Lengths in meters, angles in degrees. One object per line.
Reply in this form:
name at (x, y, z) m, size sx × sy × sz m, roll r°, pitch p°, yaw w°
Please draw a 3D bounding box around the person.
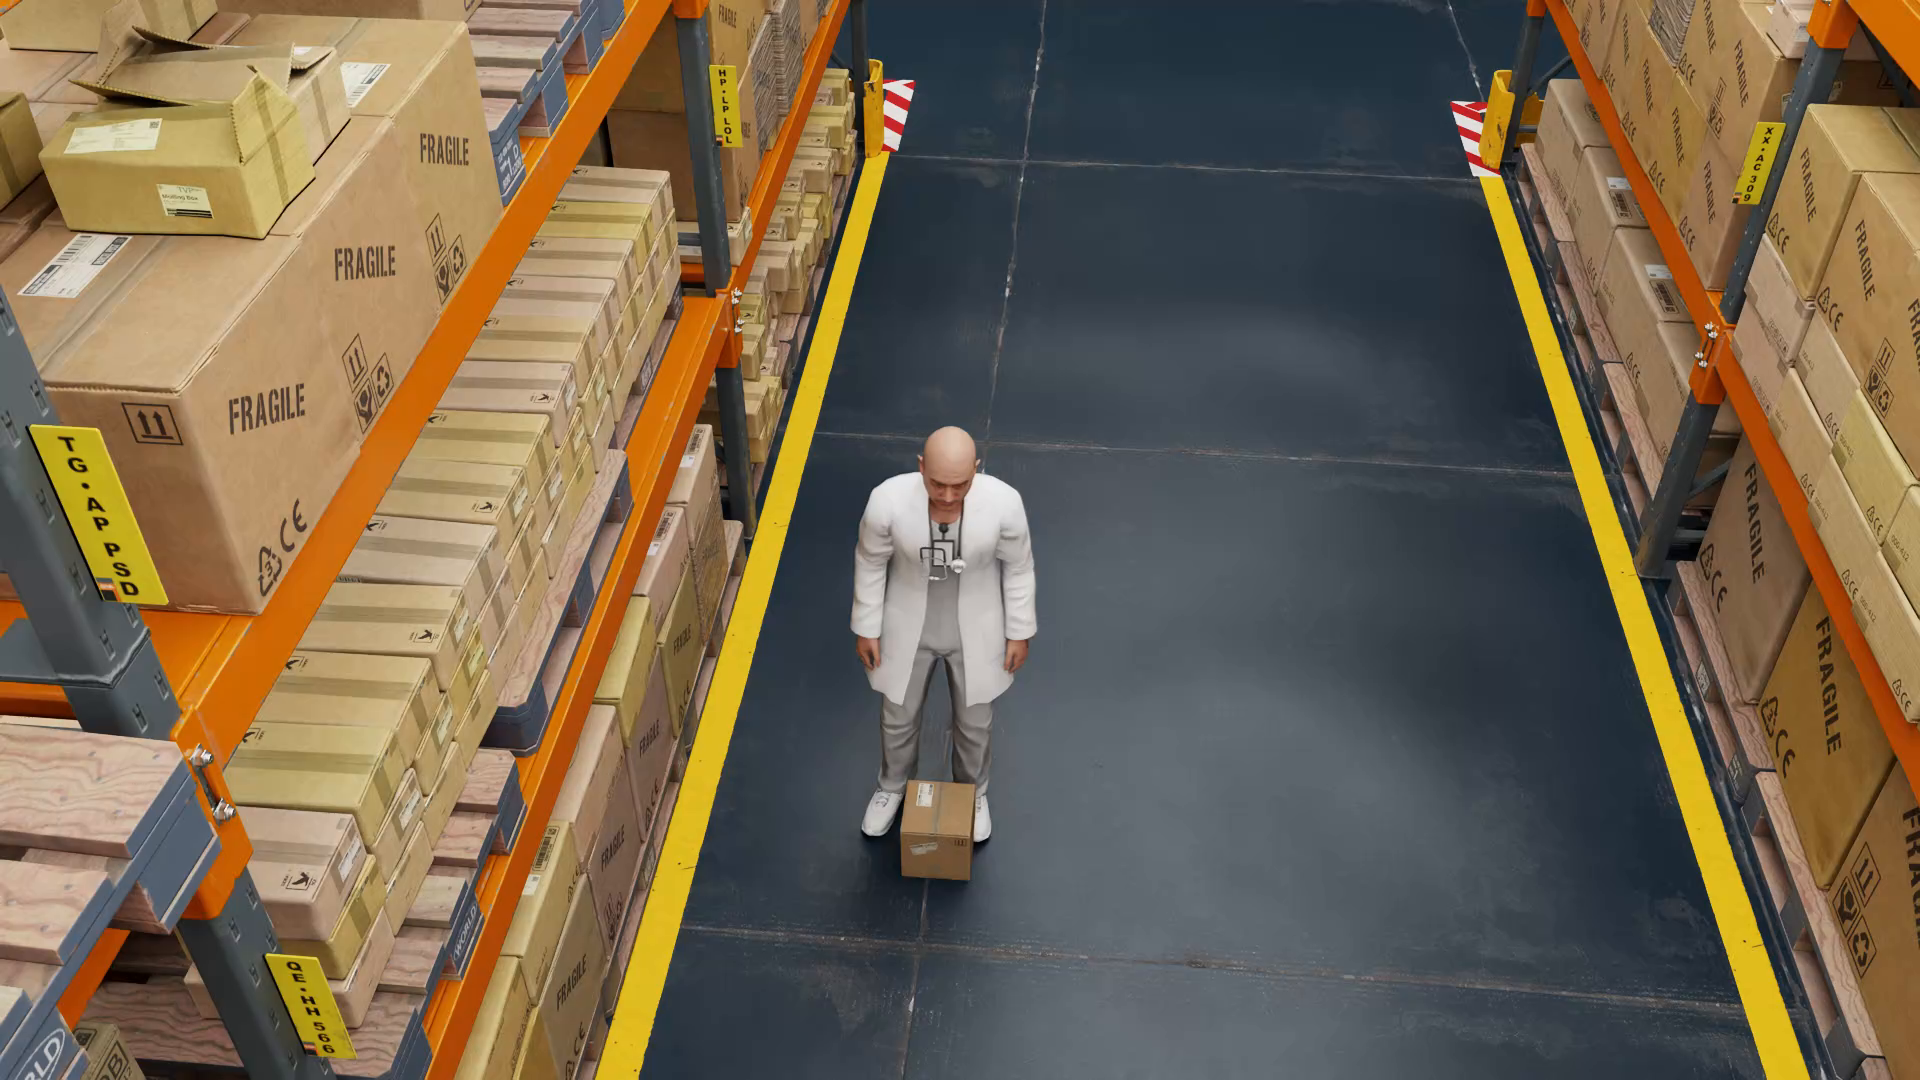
person at (-0.057, 0.321, 5.780) m, size 0.648 × 1.772 × 0.429 m, roll 1°, pitch 40°, yaw 2°
